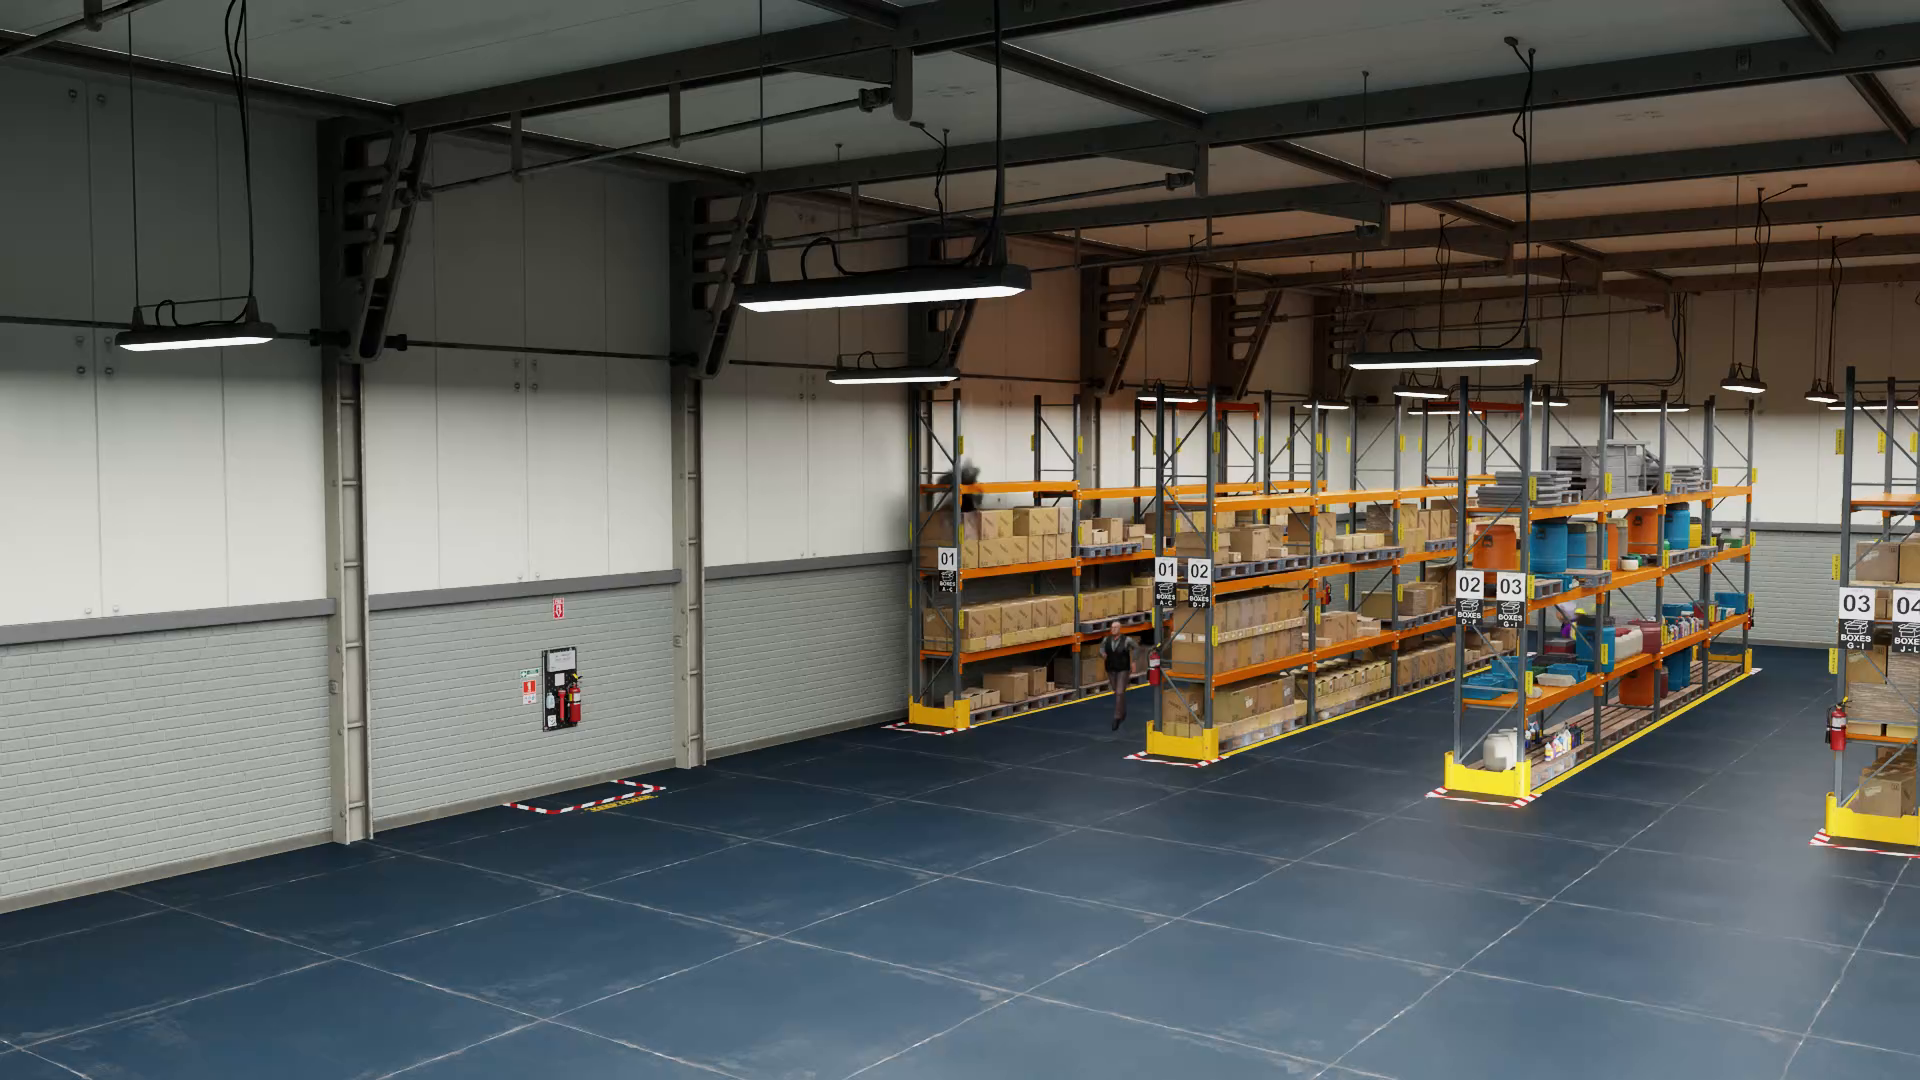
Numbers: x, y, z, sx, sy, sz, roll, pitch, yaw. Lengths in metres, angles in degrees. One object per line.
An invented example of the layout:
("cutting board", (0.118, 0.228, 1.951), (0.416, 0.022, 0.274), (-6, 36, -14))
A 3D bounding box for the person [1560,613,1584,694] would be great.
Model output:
("person", (12.411, 2.253, 33.326), (0.770, 1.685, 0.523), (2, 4, 30))

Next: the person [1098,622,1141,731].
("person", (2.663, 2.270, 28.121), (0.679, 1.785, 0.843), (2, 4, 30))

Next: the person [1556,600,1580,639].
("person", (14.285, 2.004, 38.882), (0.650, 1.614, 0.614), (-1, 3, -9))
